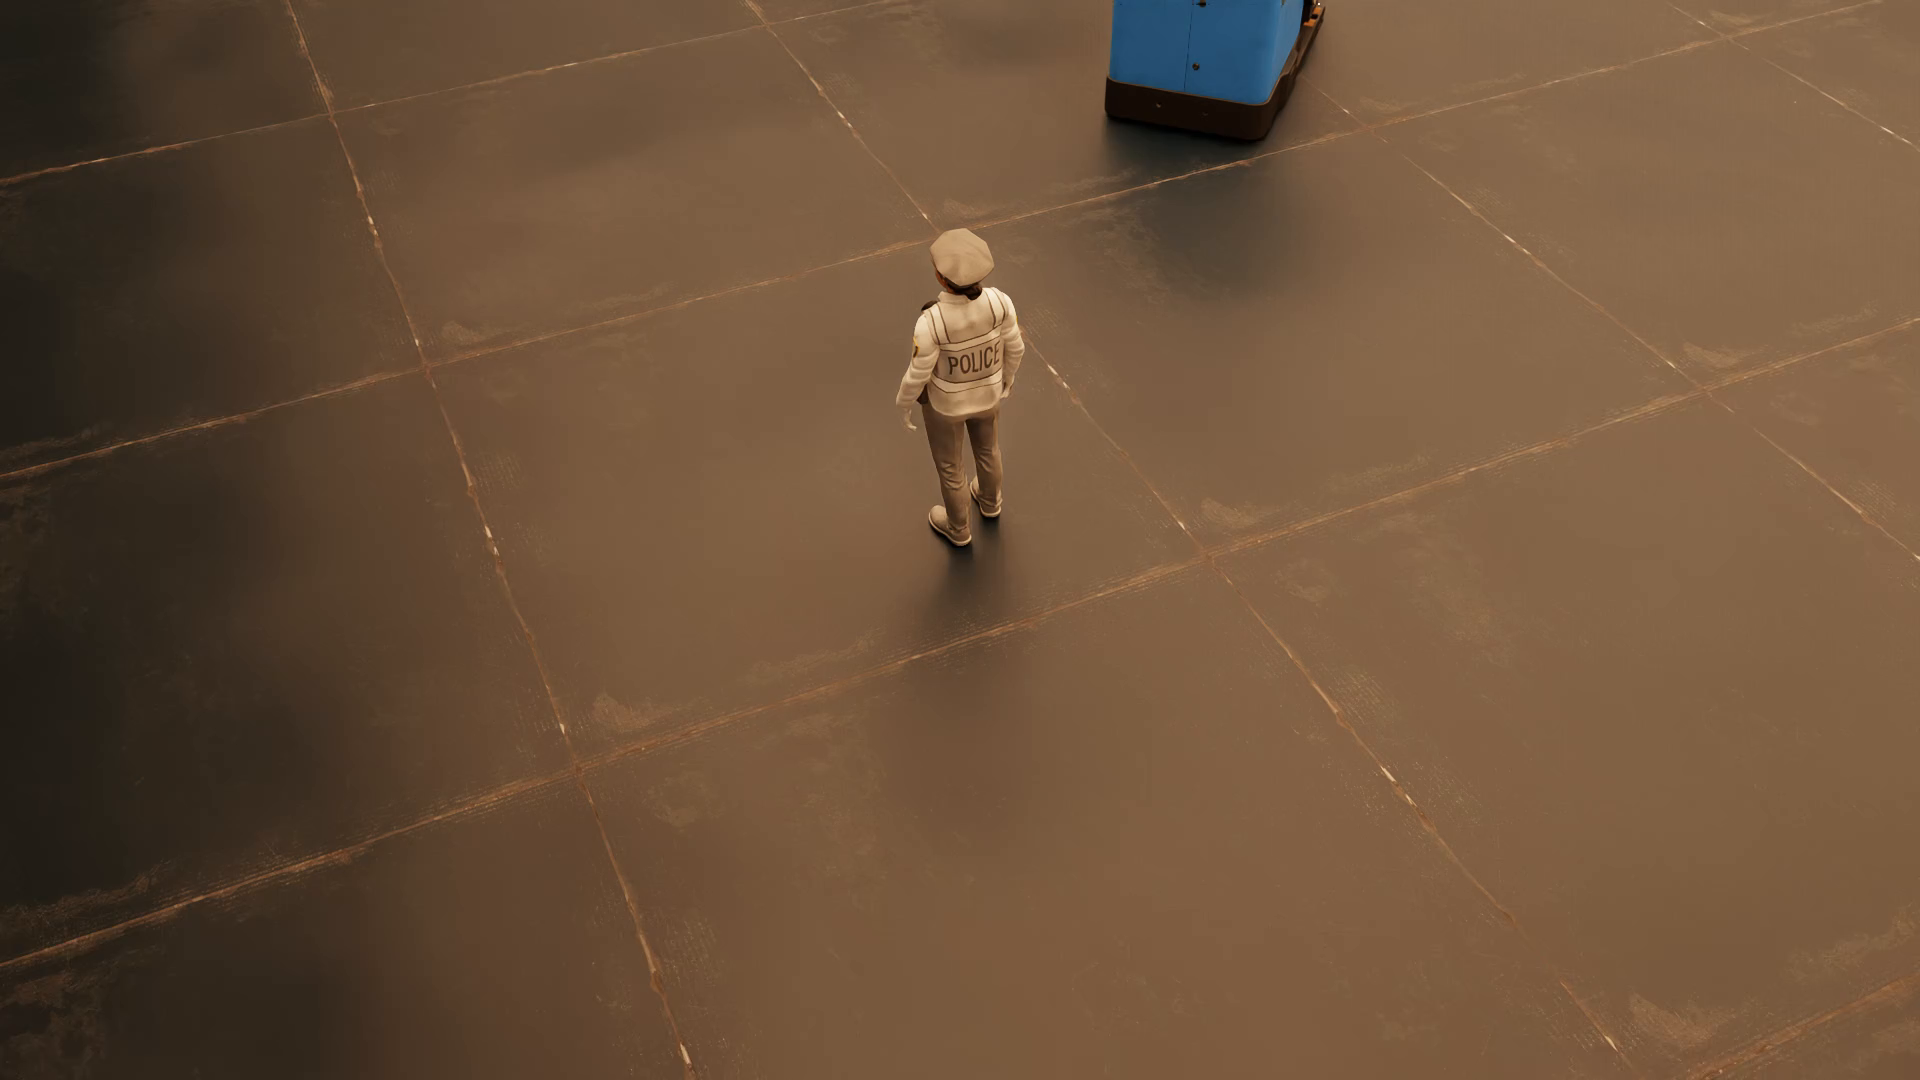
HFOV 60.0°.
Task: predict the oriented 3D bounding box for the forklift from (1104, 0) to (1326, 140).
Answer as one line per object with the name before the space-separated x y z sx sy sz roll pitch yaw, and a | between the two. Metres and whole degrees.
forklift | 1.911 -4.594 10.603 1.130 2.935 3.031 14 45 15

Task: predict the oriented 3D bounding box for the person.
person | -0.023 -0.669 7.293 0.588 1.695 0.531 -18 46 -18
